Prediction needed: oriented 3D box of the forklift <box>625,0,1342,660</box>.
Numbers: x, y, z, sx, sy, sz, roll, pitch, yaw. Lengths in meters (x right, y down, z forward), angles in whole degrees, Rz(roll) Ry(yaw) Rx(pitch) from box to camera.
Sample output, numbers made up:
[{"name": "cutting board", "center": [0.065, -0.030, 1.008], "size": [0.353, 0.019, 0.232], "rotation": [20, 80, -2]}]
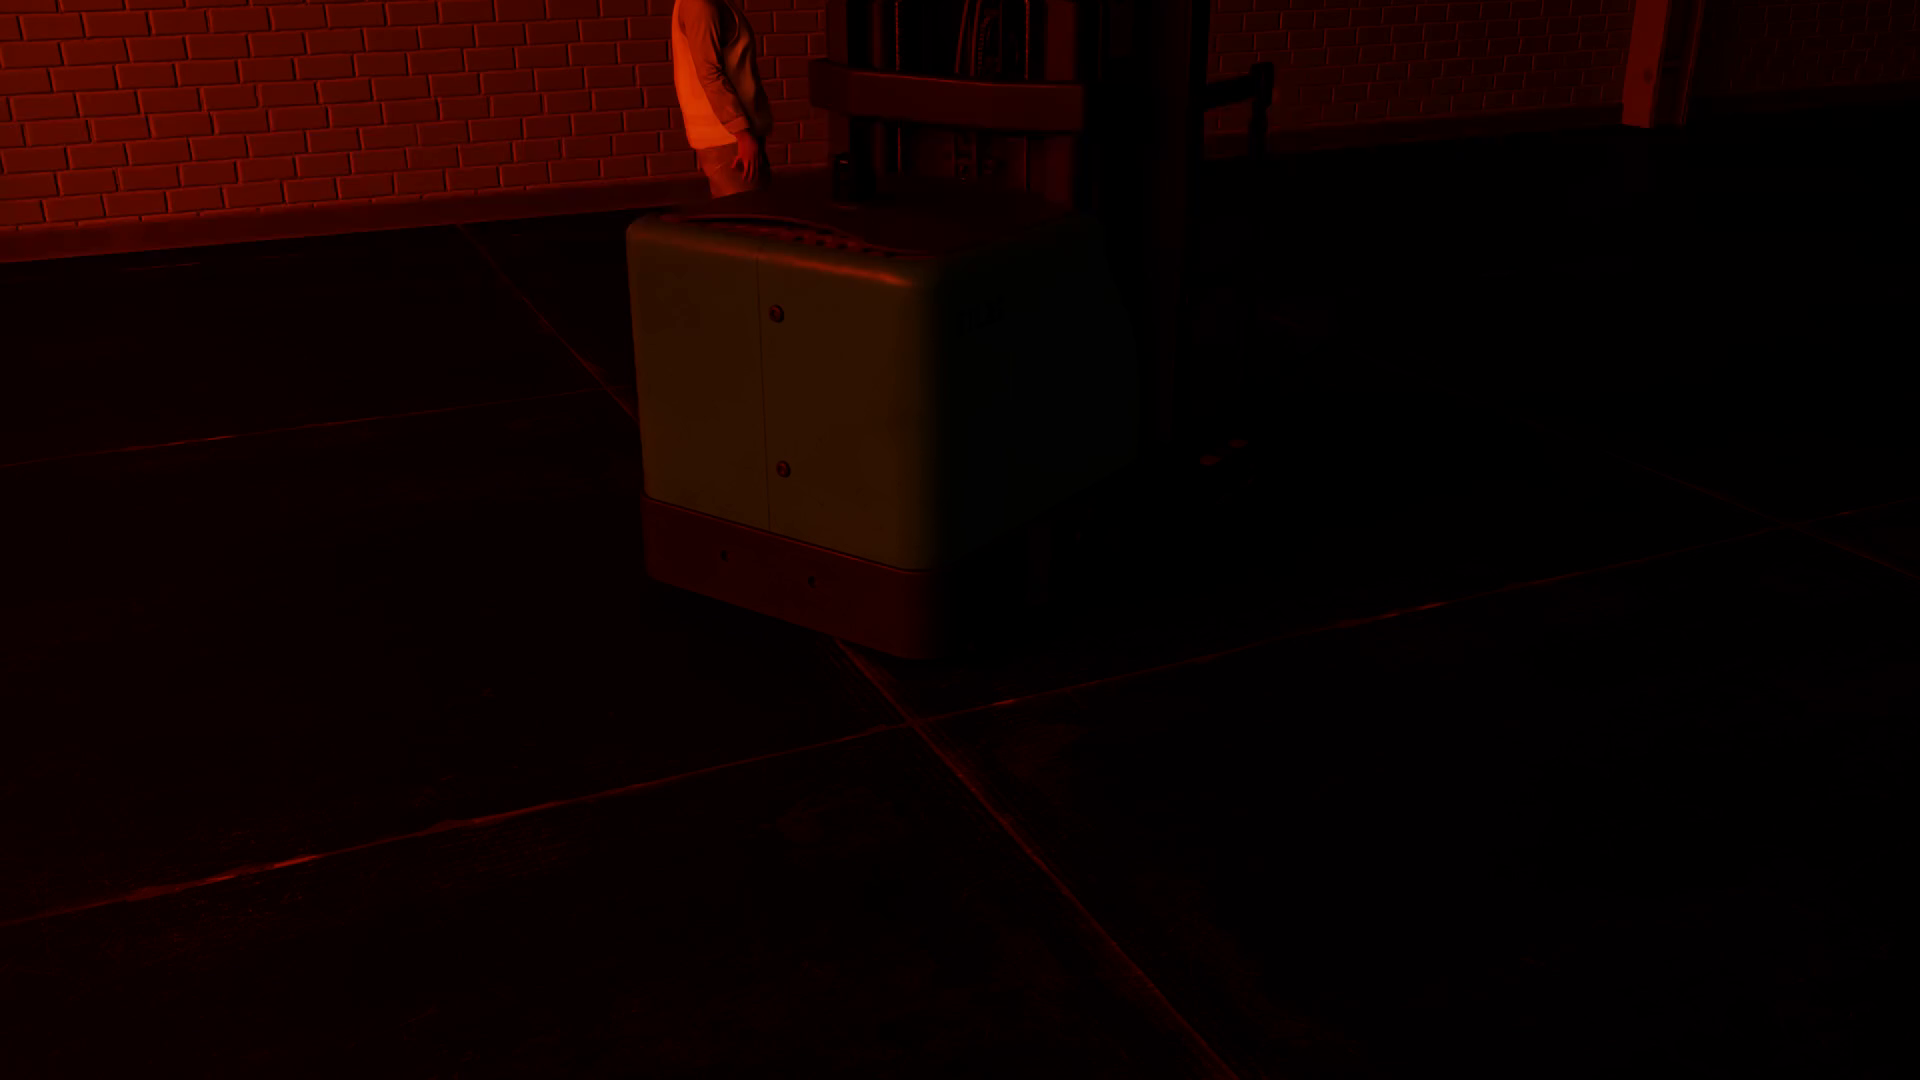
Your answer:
[{"name": "forklift", "center": [0.357, -1.560, 5.042], "size": [1.130, 2.935, 3.031], "rotation": [15, 27, 32]}]

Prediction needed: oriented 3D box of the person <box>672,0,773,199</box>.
[{"name": "person", "center": [-0.847, -1.616, 6.668], "size": [0.563, 1.775, 0.633], "rotation": [-5, 23, -11]}]
